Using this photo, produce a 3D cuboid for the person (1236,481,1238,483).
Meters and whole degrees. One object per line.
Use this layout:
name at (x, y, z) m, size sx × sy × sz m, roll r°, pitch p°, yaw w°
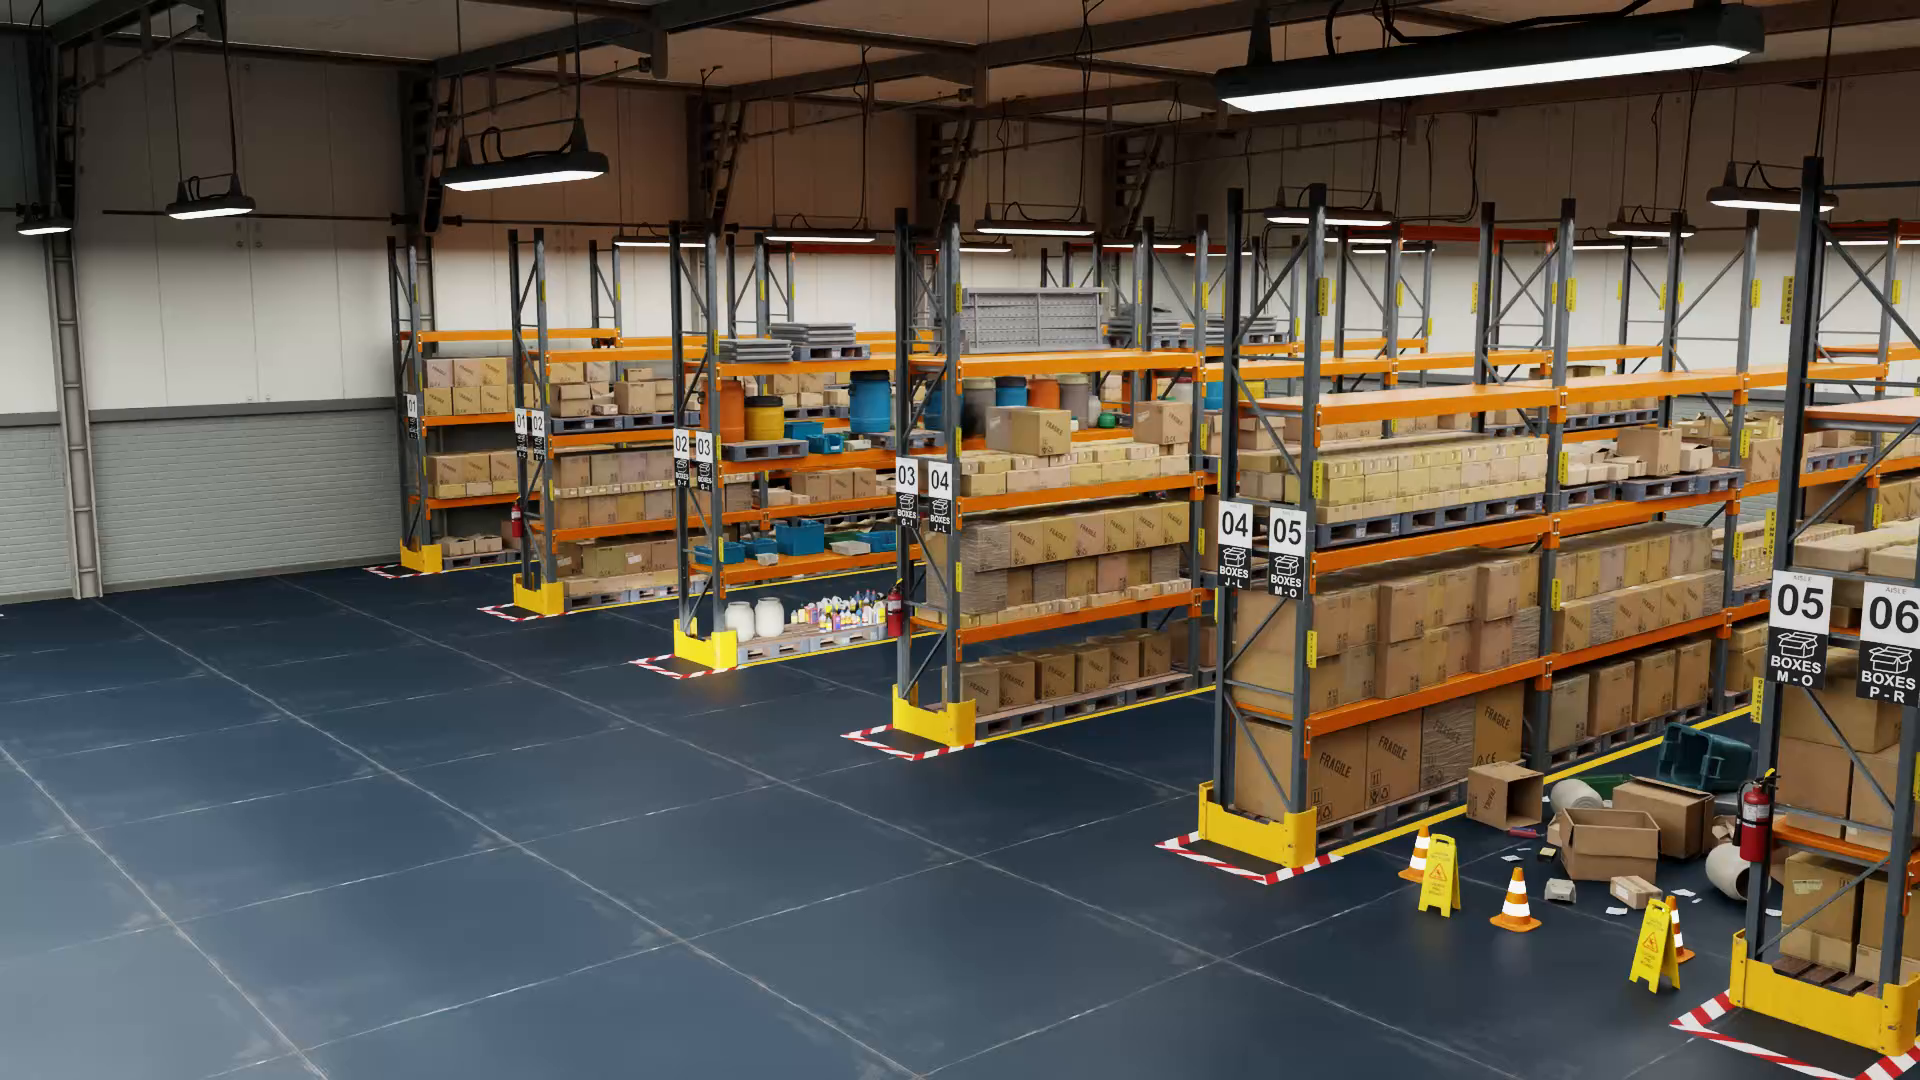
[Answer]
person at (6.396, -1.551, 38.089) m, size 0.666 × 1.789 × 1.065 m, roll -4°, pitch 10°, yaw -24°
